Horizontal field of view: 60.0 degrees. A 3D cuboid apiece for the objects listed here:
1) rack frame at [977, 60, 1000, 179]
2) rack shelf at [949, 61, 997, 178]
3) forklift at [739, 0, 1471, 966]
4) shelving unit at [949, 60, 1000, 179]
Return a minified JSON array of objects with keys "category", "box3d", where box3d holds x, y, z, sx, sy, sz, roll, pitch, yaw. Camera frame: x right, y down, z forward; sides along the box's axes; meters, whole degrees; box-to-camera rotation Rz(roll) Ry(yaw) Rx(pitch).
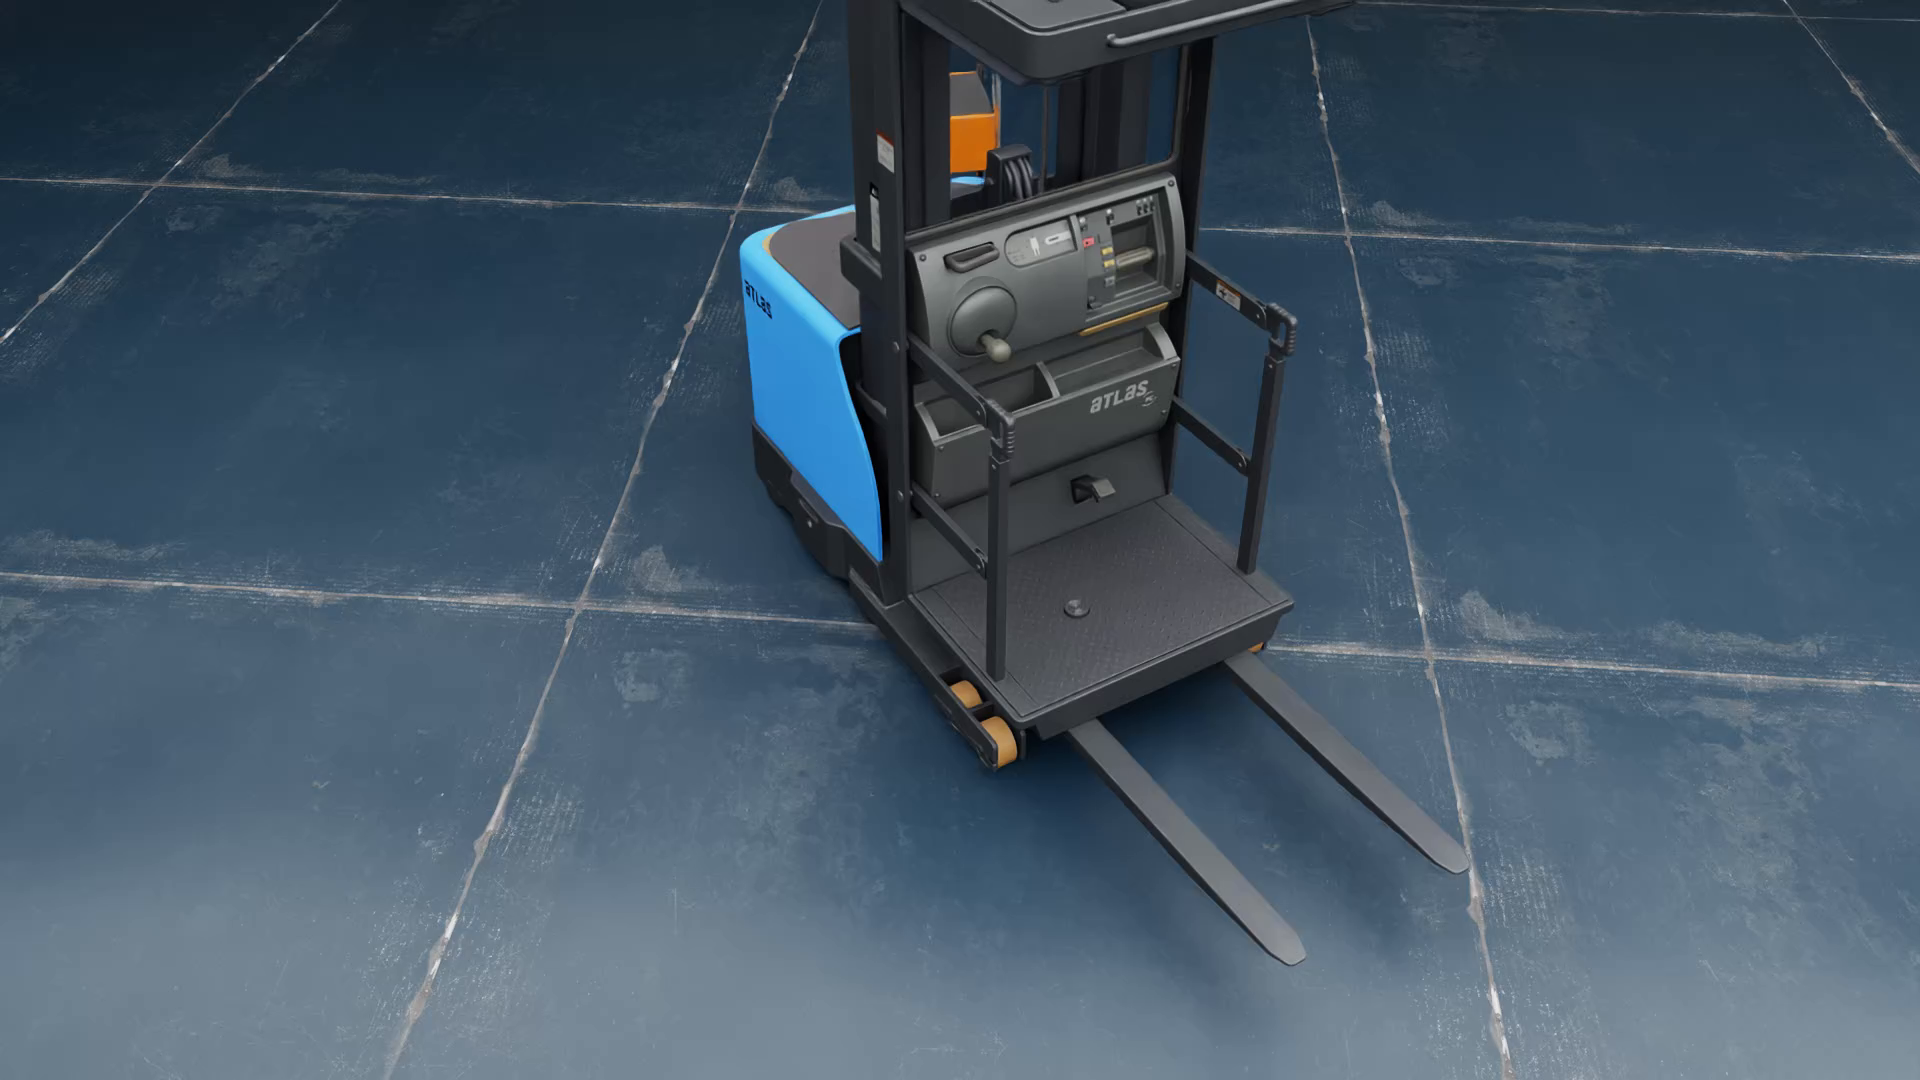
[{"category":"rack frame","box3d":[0.110,-1.551,6.493,0.015,2.100,0.400,-6,39,-7]},{"category":"rack shelf","box3d":[-0.131,-1.517,6.471,0.480,0.518,0.431,-6,39,-7]},{"category":"forklift","box3d":[0.395,-0.741,4.839,1.130,2.935,3.031,-21,44,-24]},{"category":"shelving unit","box3d":[-0.131,-1.528,6.463,0.503,2.100,0.431,-6,39,-7]}]
